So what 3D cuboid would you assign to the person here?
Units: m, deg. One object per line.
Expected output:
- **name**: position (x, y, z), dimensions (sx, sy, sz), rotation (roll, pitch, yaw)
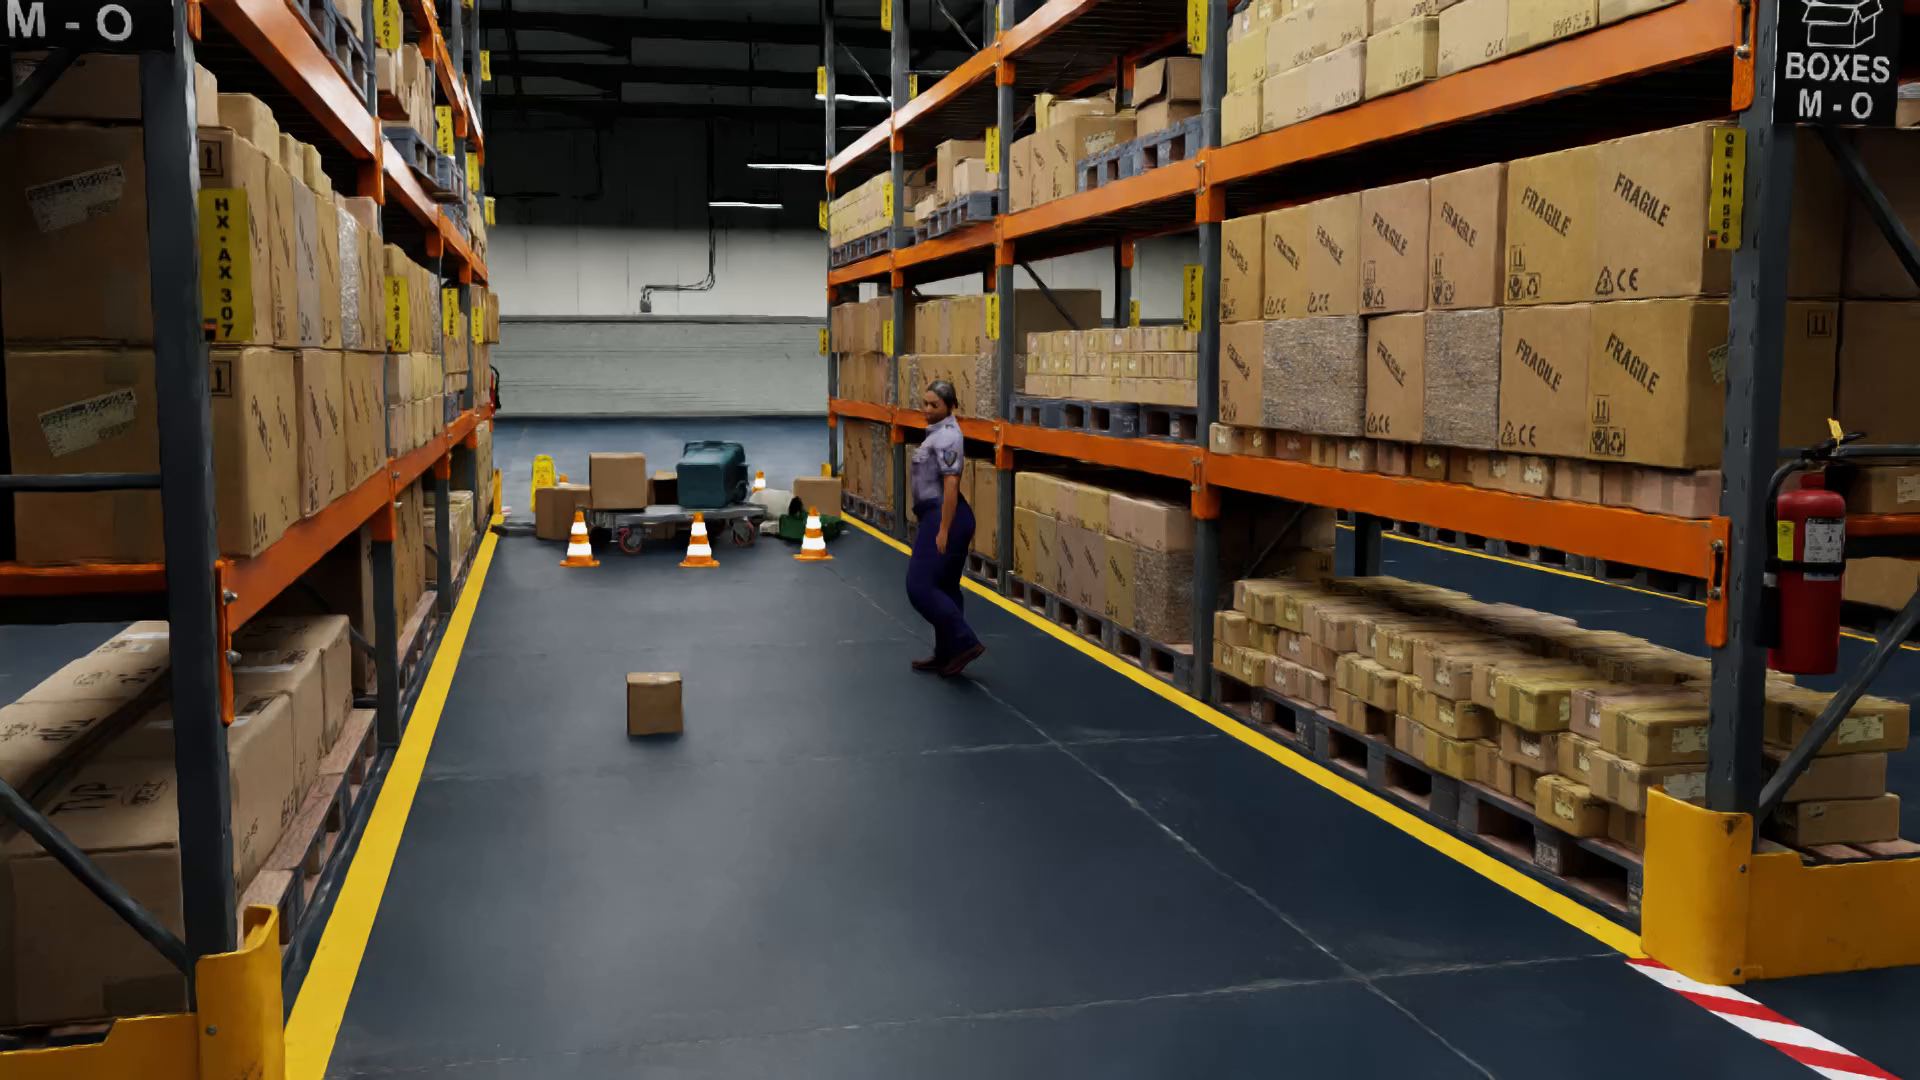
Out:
- **person**: position (-0.069, -0.063, 9.220), dimensions (0.433, 1.649, 0.529), rotation (0, 6, 2)
